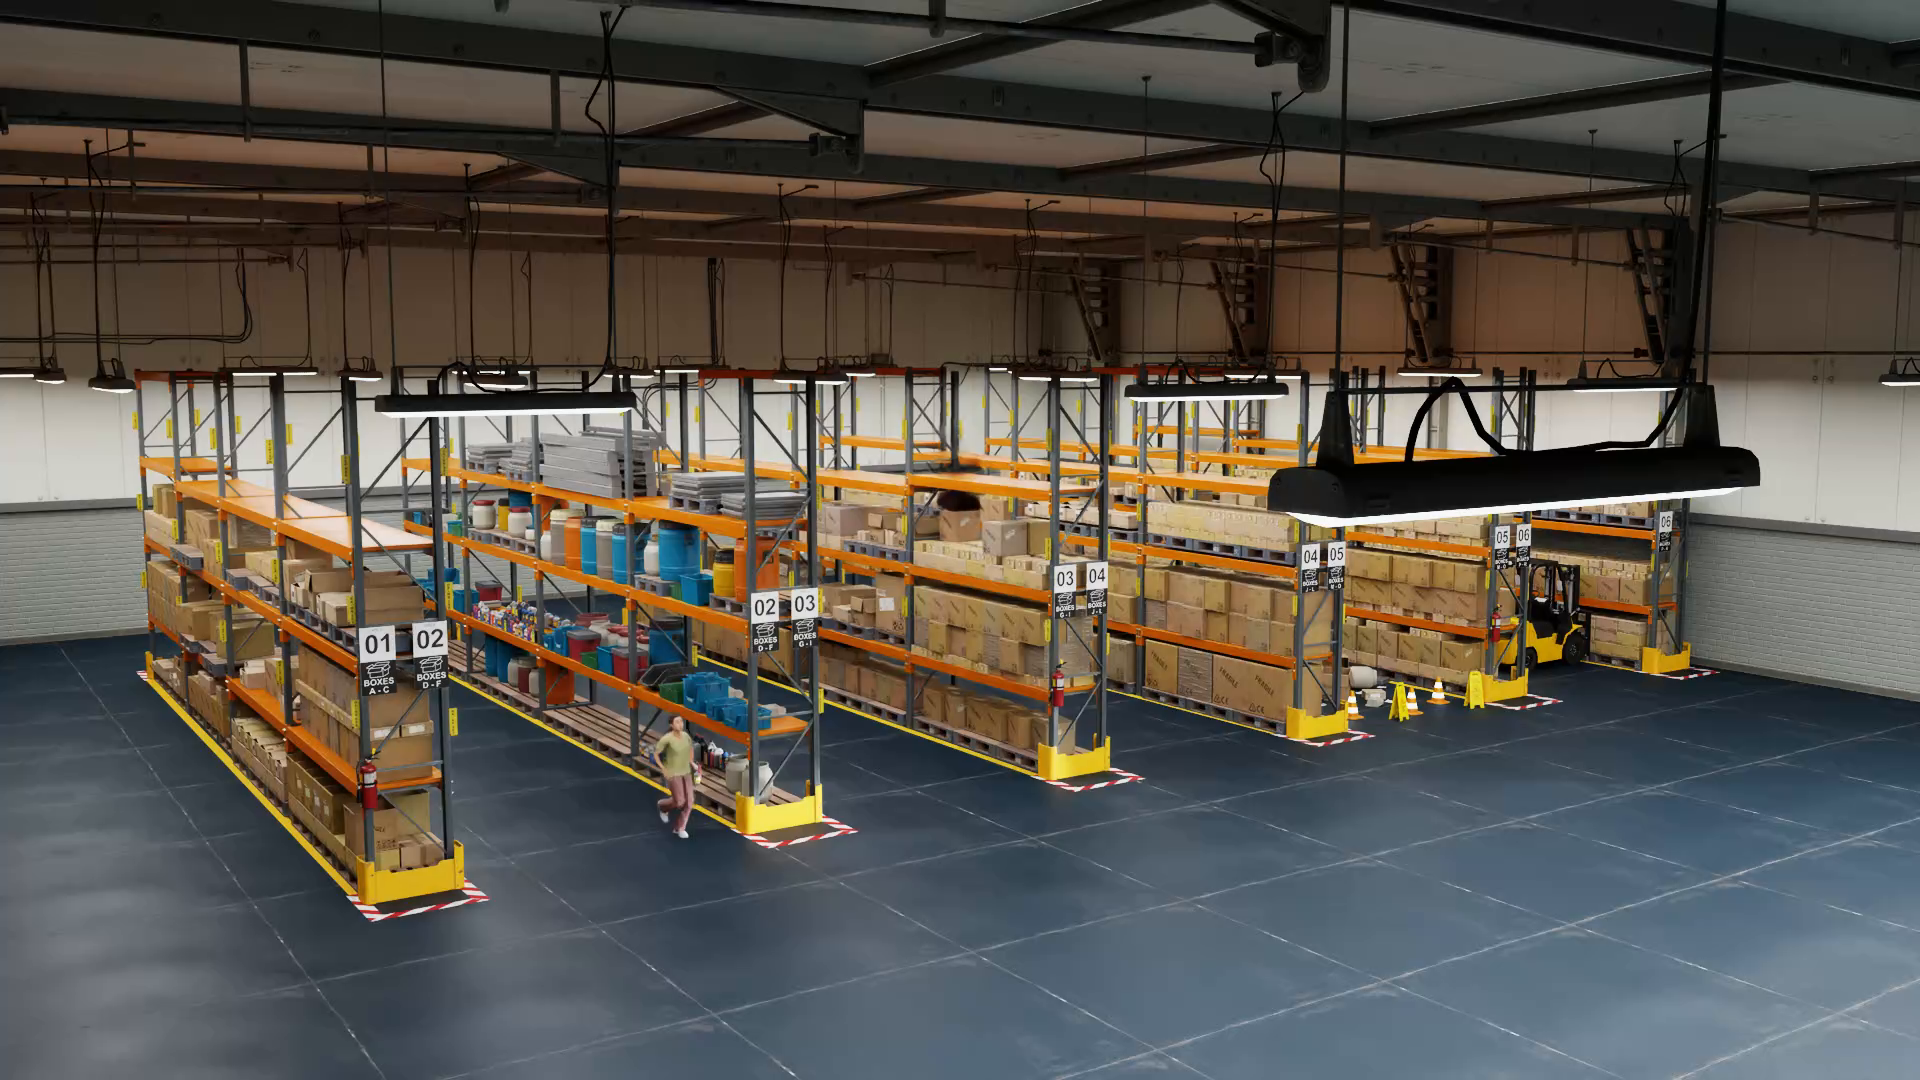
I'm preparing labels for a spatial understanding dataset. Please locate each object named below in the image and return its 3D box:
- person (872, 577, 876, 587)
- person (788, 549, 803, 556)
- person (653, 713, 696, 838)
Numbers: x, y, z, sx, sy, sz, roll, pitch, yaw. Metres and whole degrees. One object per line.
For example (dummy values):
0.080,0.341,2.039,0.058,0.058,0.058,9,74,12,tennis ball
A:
-2.110,0.580,42.934,0.943,1.768,0.702,-4,8,-34,person
-4.267,0.798,41.567,0.575,1.708,0.772,-3,7,-22,person
-3.736,3.071,21.849,0.590,1.629,0.566,-6,9,-41,person
